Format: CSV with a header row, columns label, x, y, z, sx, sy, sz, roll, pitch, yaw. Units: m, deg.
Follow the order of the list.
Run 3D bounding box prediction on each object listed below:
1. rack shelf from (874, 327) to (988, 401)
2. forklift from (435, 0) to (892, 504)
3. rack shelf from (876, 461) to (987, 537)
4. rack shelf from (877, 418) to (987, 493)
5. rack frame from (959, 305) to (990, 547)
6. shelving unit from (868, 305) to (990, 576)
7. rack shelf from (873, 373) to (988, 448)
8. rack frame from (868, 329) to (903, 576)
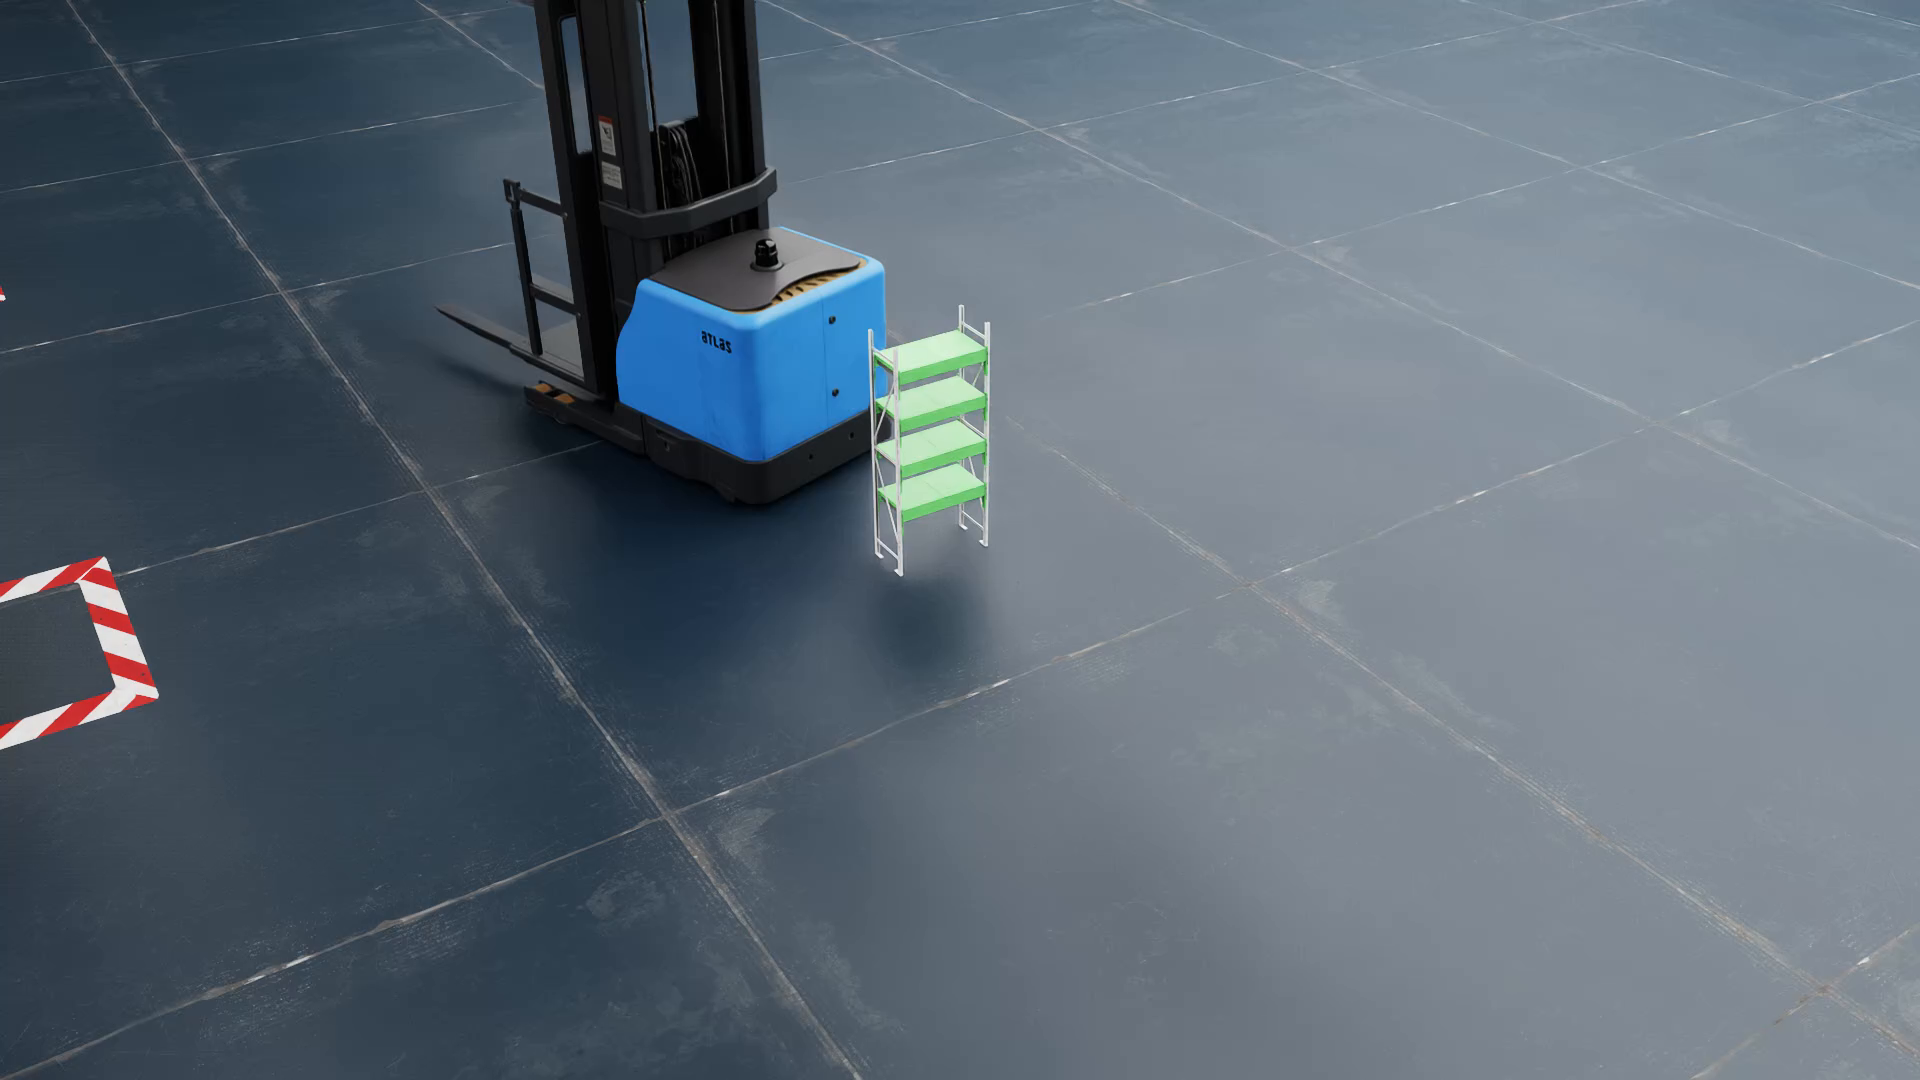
label,x,y,z,sx,sy,sz,roll,pitch,yaw
rack shelf,-0.139,-0.812,7.632,0.480,0.148,0.258,-19,37,-27
forklift,-1.817,-2.074,8.791,3.031,2.935,1.130,25,40,33
rack shelf,-0.139,-0.203,8.016,0.480,0.148,0.258,-19,37,-27
rack shelf,-0.139,-0.406,7.888,0.480,0.148,0.258,-19,37,-27
rack frame,0.066,-0.530,7.966,0.015,1.200,0.240,-19,37,-27
shelving unit,-0.139,-0.460,7.854,0.503,1.200,0.258,-19,37,-27
rack shelf,-0.139,-0.609,7.760,0.480,0.148,0.258,-19,37,-27
rack frame,-0.344,-0.389,7.742,0.015,1.200,0.240,-19,37,-27
